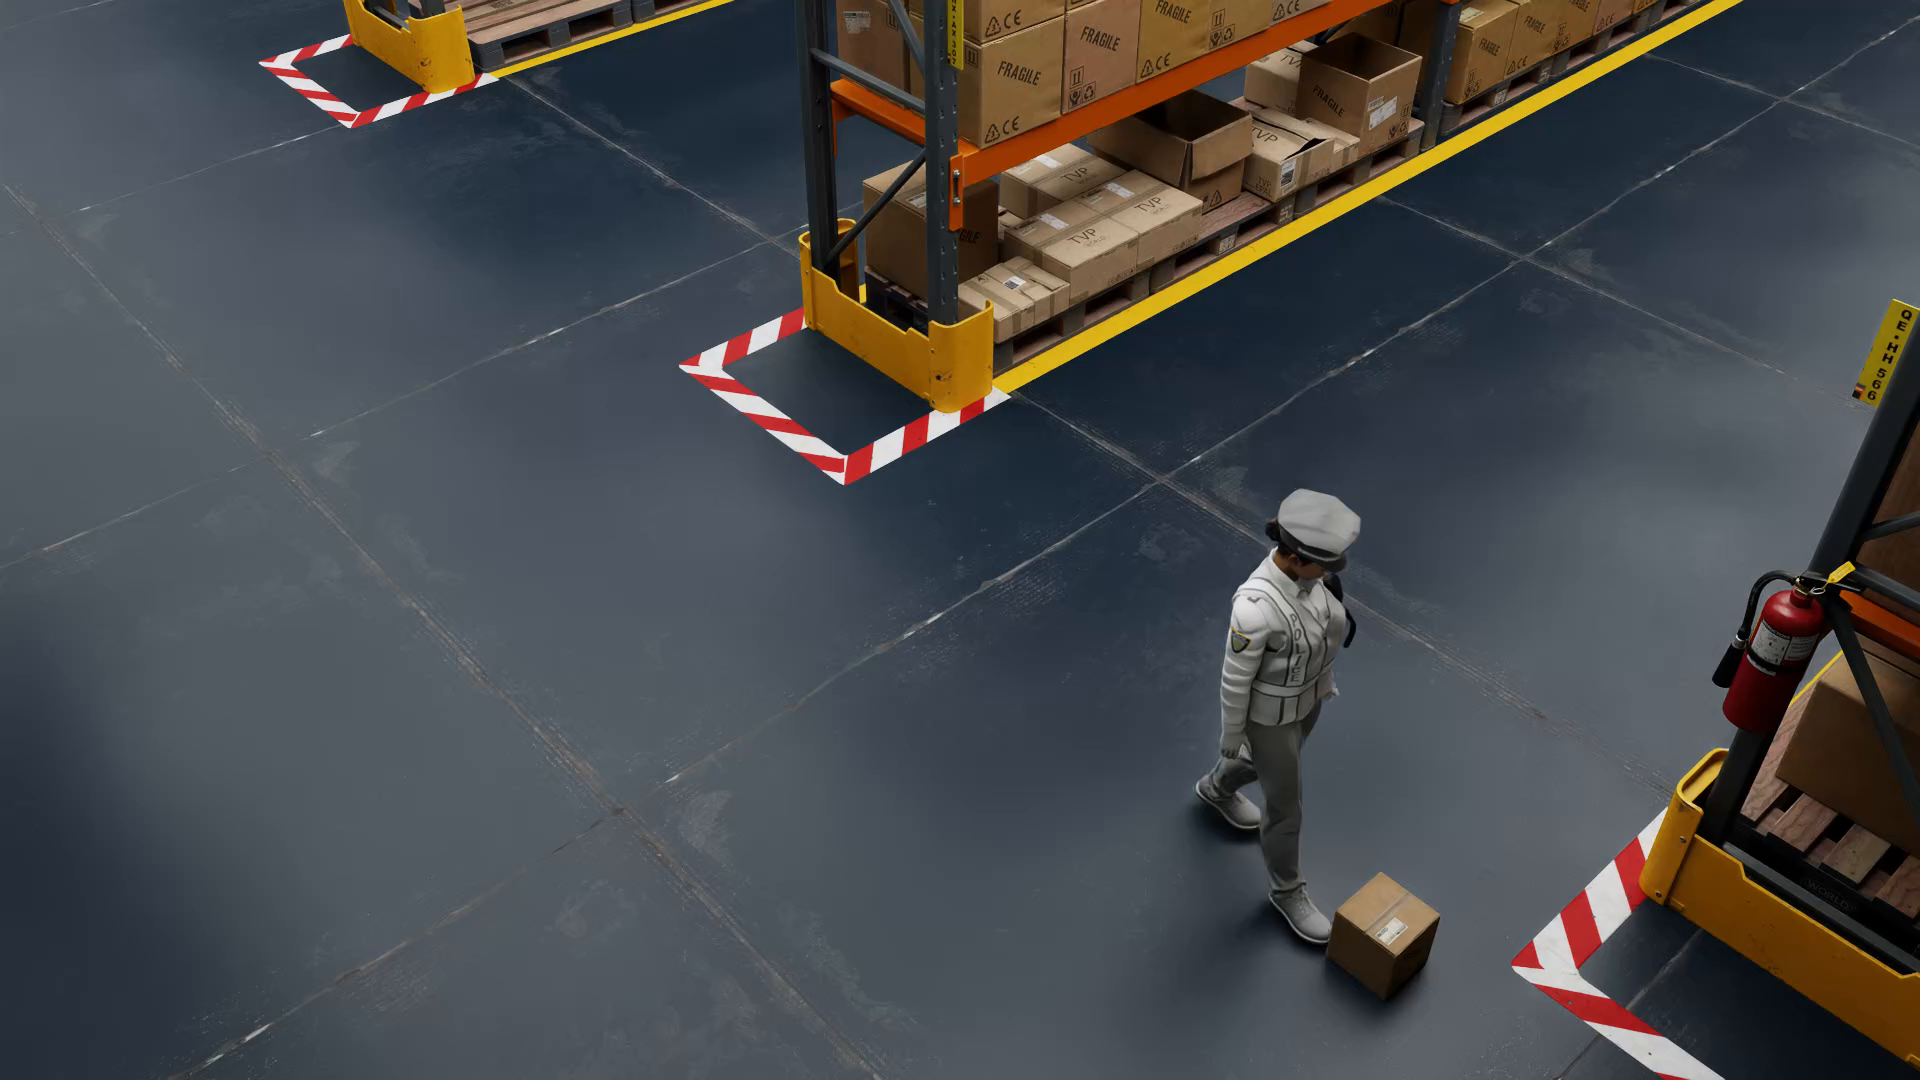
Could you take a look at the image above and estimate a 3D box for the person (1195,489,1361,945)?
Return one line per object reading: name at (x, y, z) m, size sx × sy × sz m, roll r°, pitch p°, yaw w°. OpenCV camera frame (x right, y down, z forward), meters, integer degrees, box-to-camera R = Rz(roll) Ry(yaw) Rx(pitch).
person at (1.106, 0.540, 5.494) m, size 0.742 × 1.638 × 0.519 m, roll 29°, pitch 48°, yaw 30°
